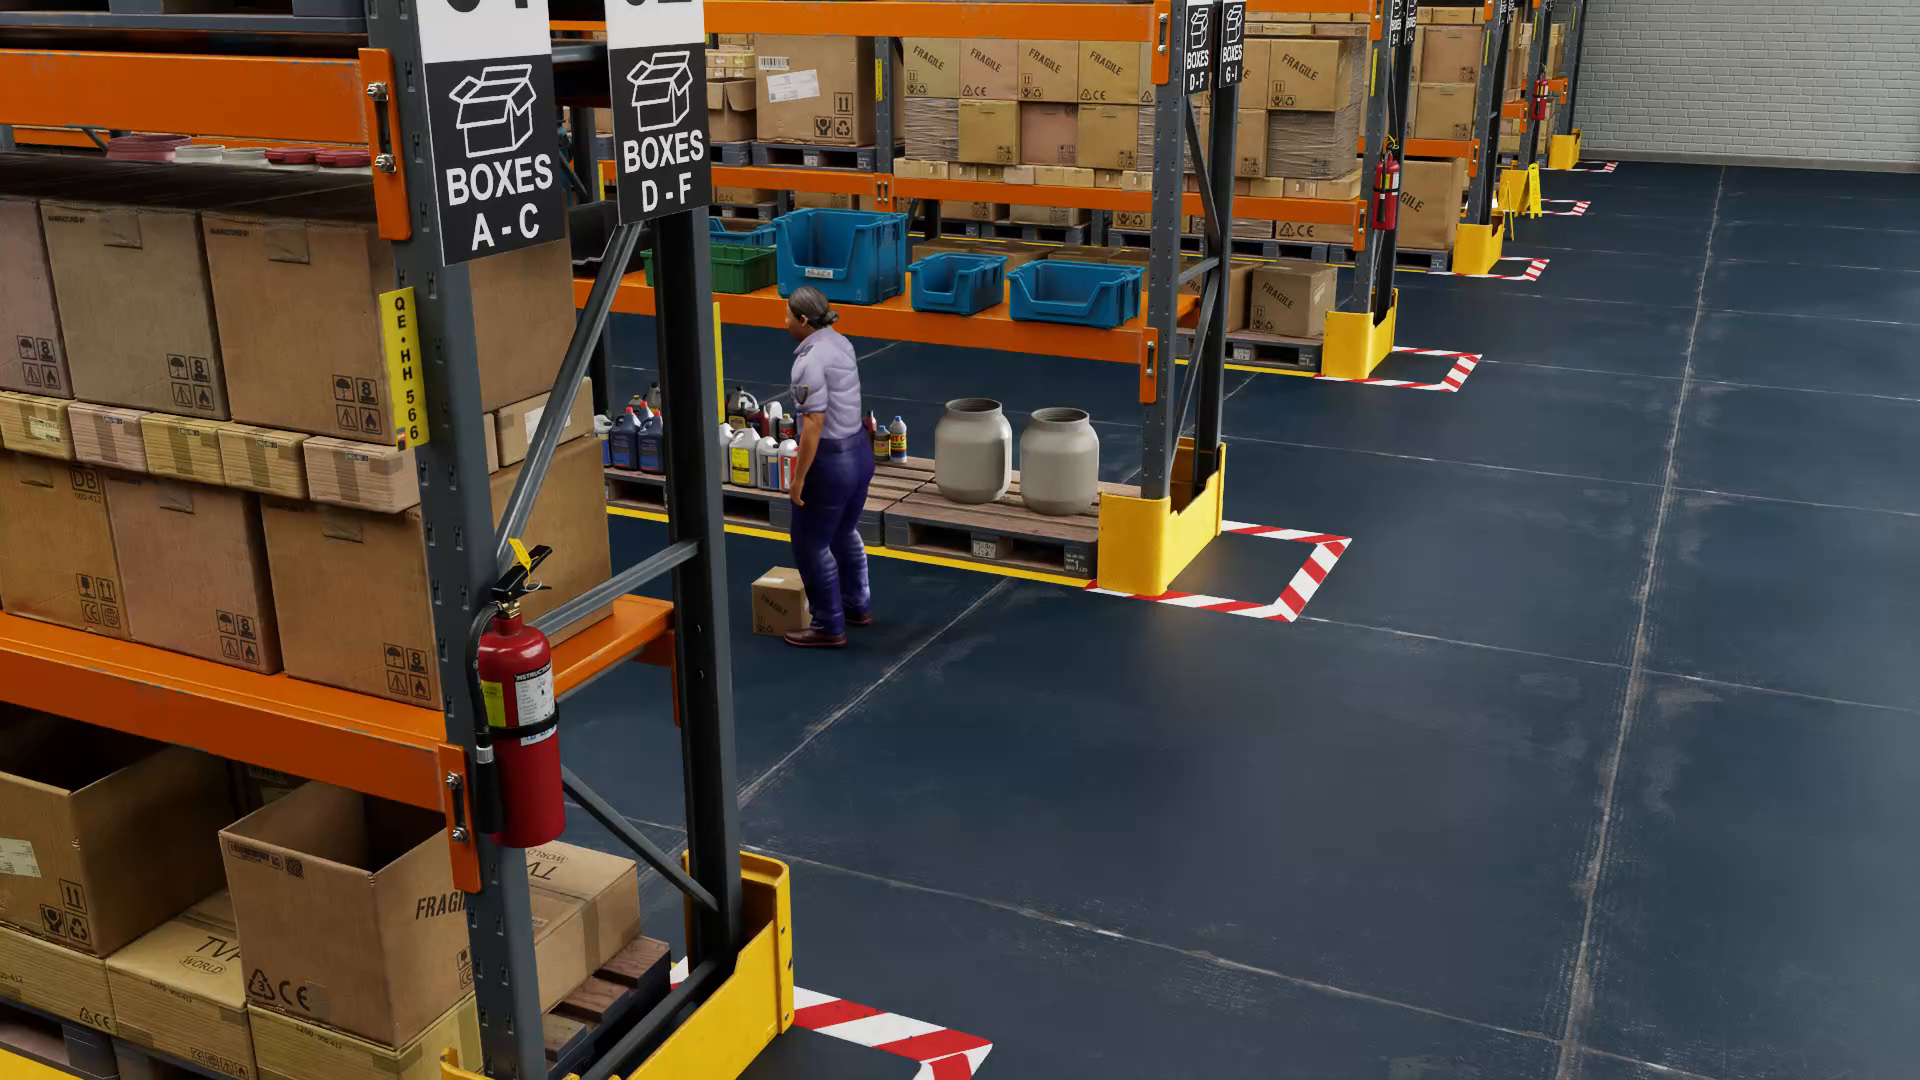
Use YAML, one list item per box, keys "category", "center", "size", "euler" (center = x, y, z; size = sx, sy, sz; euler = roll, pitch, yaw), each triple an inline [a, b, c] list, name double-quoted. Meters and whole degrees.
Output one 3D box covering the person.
- category: "person"
  center: [-0.591, -0.330, 7.548]
  size: [0.373, 1.637, 0.537]
  euler: [9, 21, 23]
